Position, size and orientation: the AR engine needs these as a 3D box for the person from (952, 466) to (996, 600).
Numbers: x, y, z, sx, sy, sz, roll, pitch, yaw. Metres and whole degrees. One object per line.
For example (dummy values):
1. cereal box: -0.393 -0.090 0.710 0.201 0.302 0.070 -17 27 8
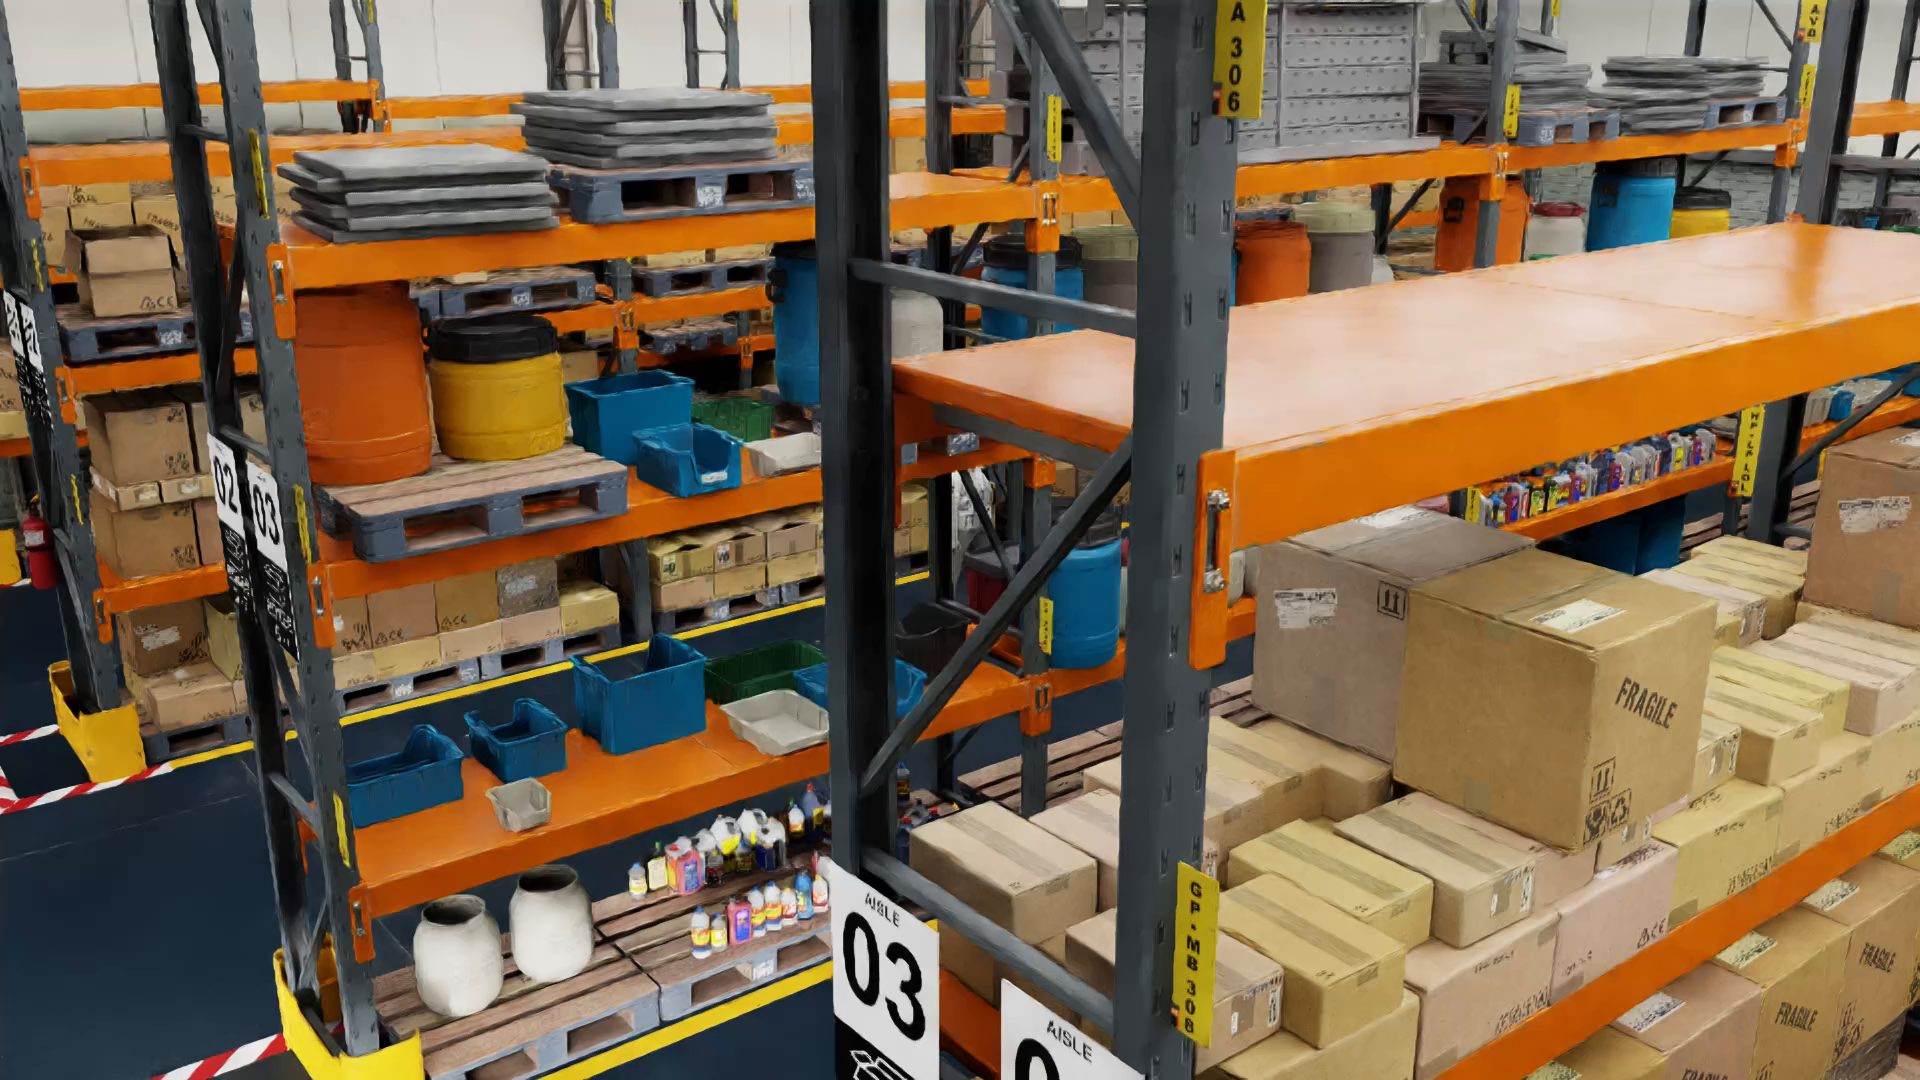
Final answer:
1. person: 0.105 -0.084 13.793 0.489 1.672 0.553 14 22 37
